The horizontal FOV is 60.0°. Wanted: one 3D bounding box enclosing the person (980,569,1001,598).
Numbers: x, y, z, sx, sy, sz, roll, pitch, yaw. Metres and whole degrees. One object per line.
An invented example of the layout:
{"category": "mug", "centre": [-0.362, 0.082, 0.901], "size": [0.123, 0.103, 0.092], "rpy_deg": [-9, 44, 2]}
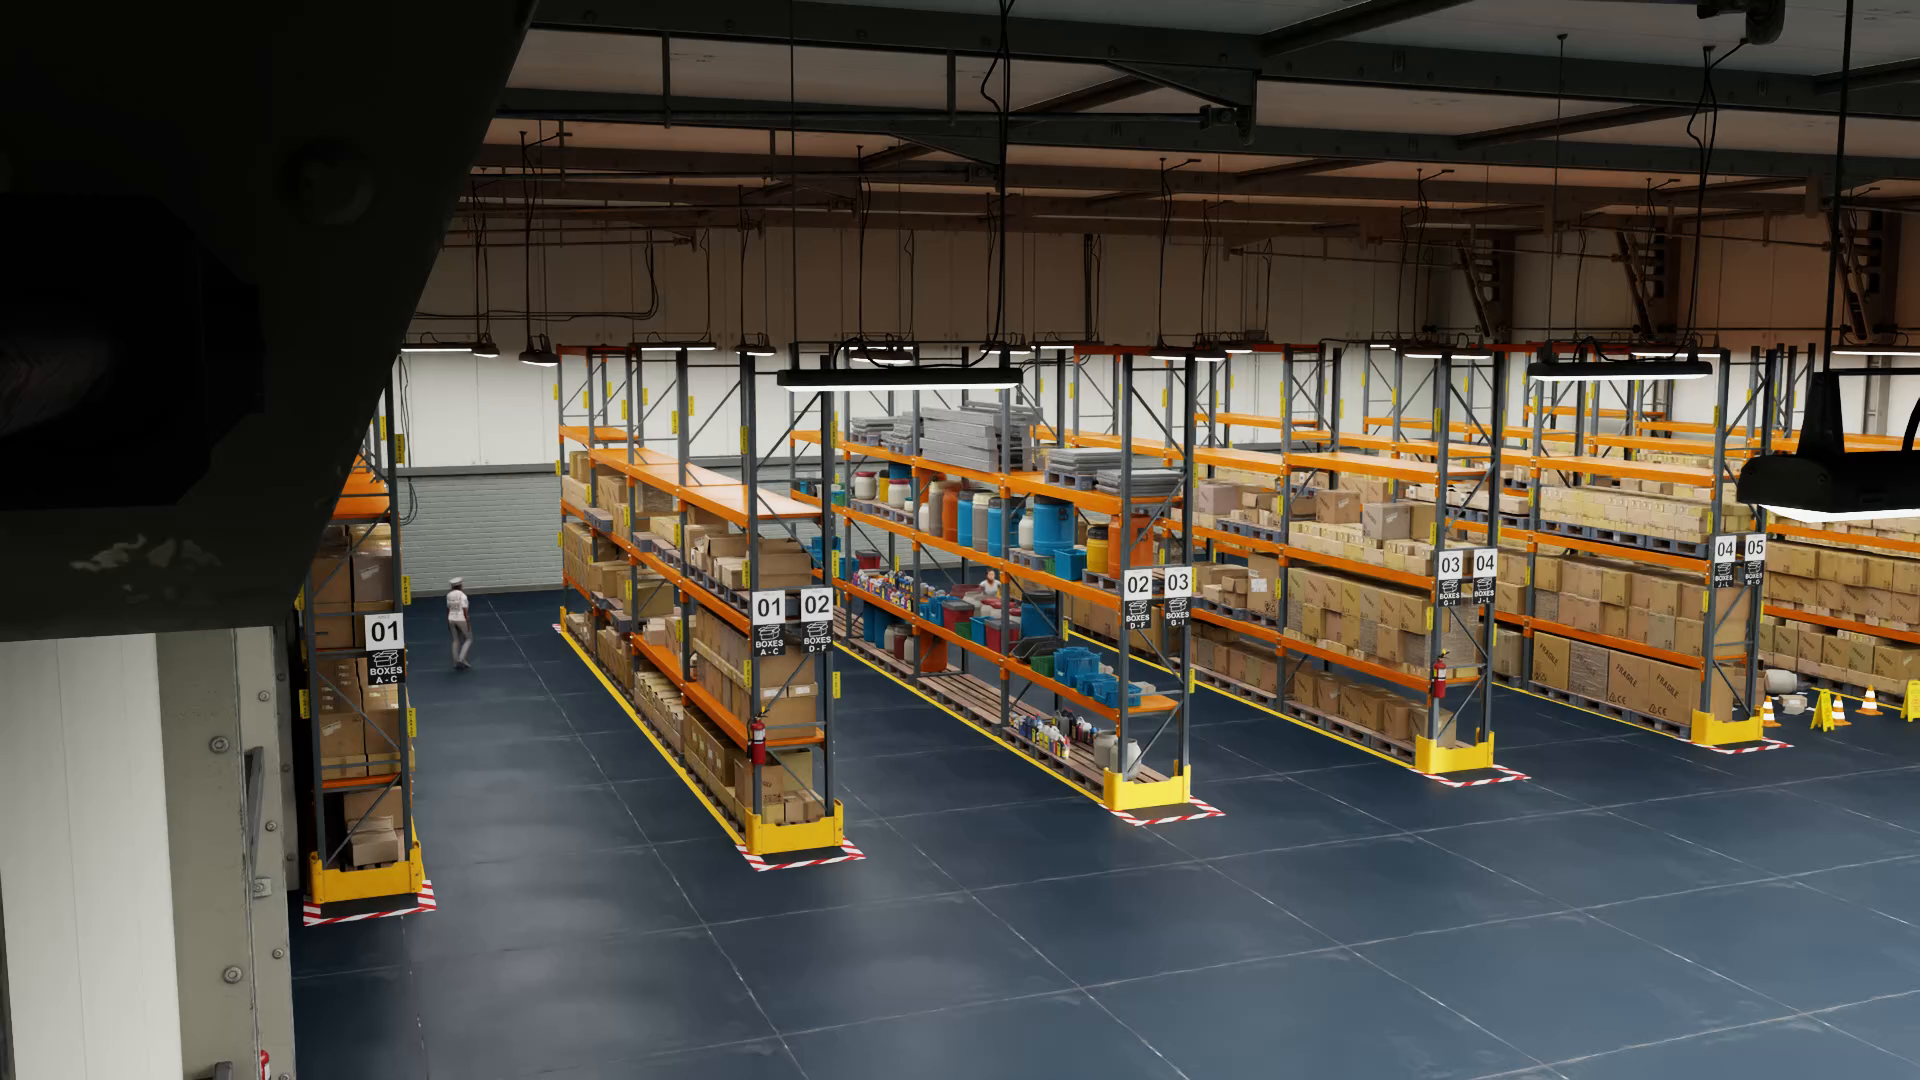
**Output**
{"category": "person", "centre": [0.611, 1.332, 33.252], "size": [0.599, 1.583, 0.699], "rpy_deg": [-1, 7, -11]}

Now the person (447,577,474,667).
{"category": "person", "centre": [-9.395, 1.550, 31.149], "size": [0.517, 1.679, 0.443], "rpy_deg": [3, 8, 22]}
